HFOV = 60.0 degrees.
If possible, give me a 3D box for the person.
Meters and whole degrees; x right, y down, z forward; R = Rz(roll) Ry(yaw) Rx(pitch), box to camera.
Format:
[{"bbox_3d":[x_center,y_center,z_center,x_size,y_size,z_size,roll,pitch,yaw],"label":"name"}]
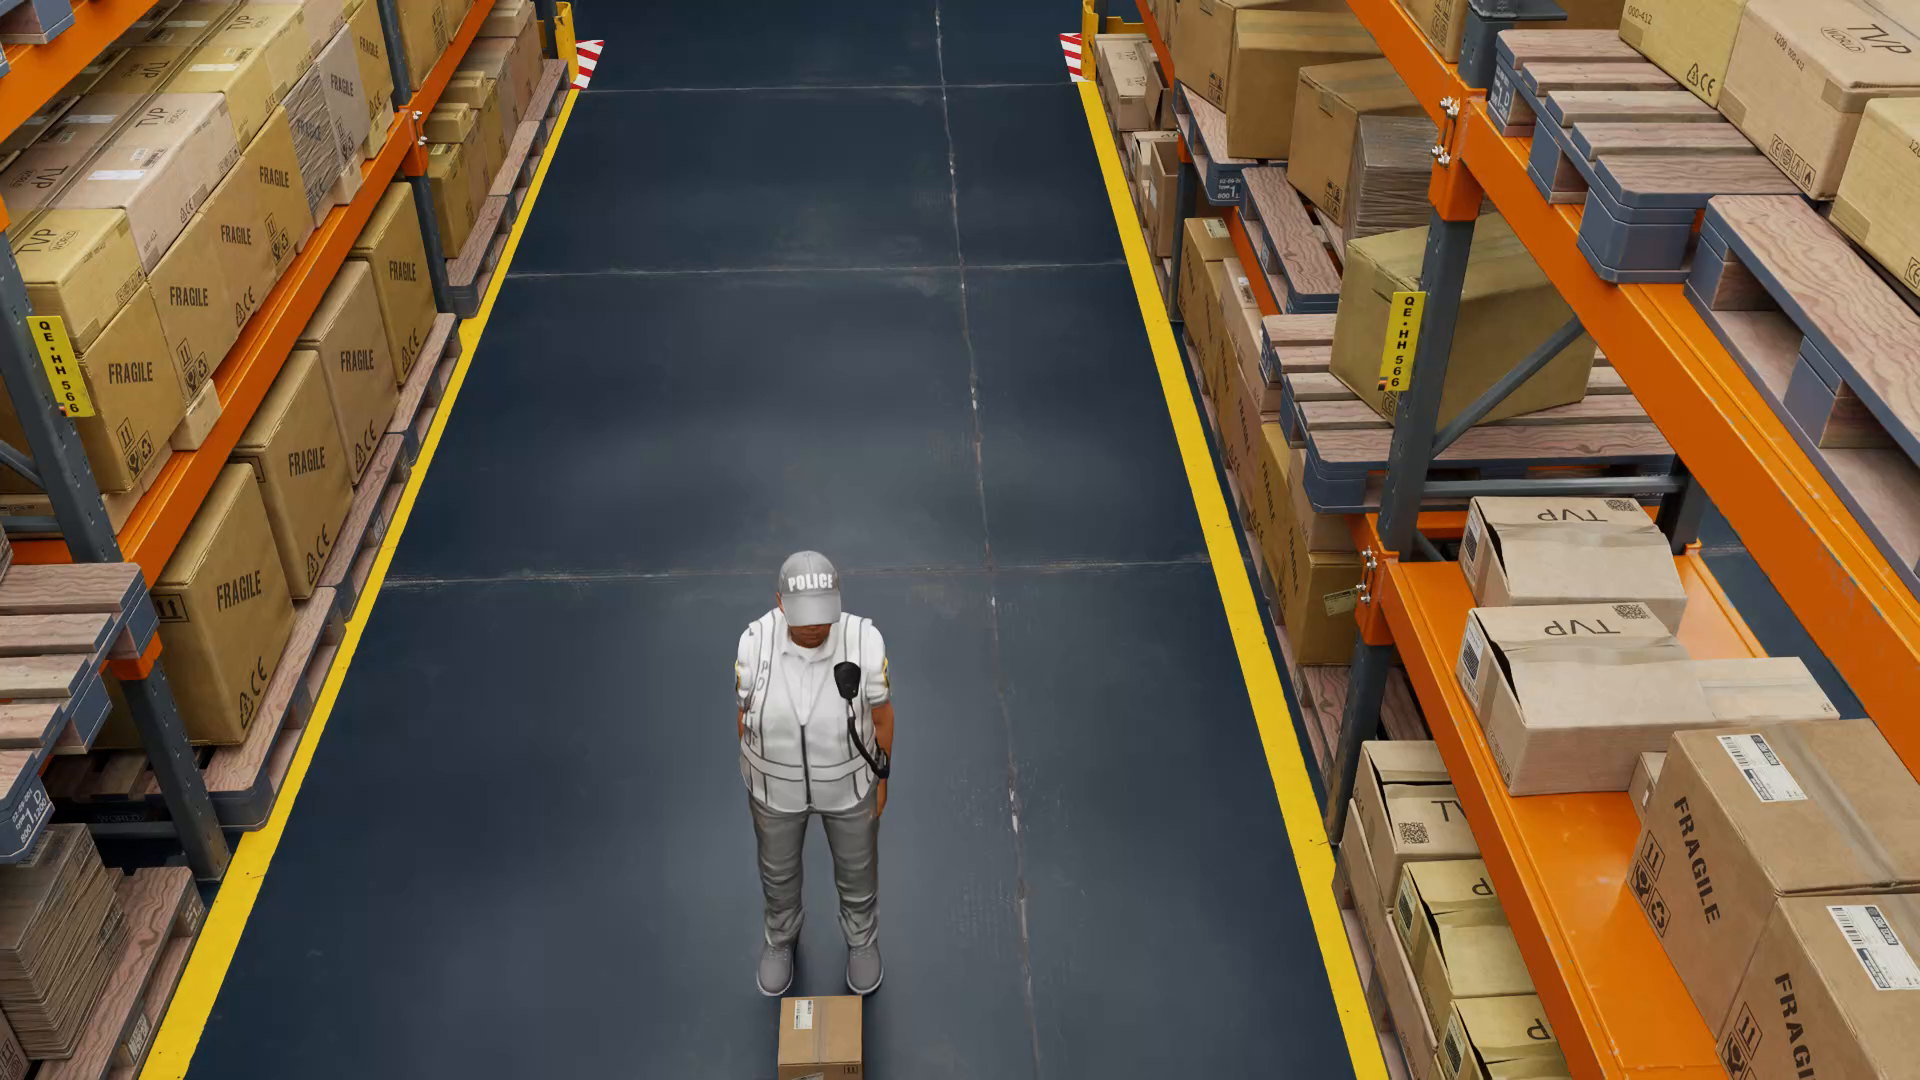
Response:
[{"bbox_3d":[-0.439,0.746,5.108,0.481,1.676,0.390,-1,35,-1],"label":"person"}]
